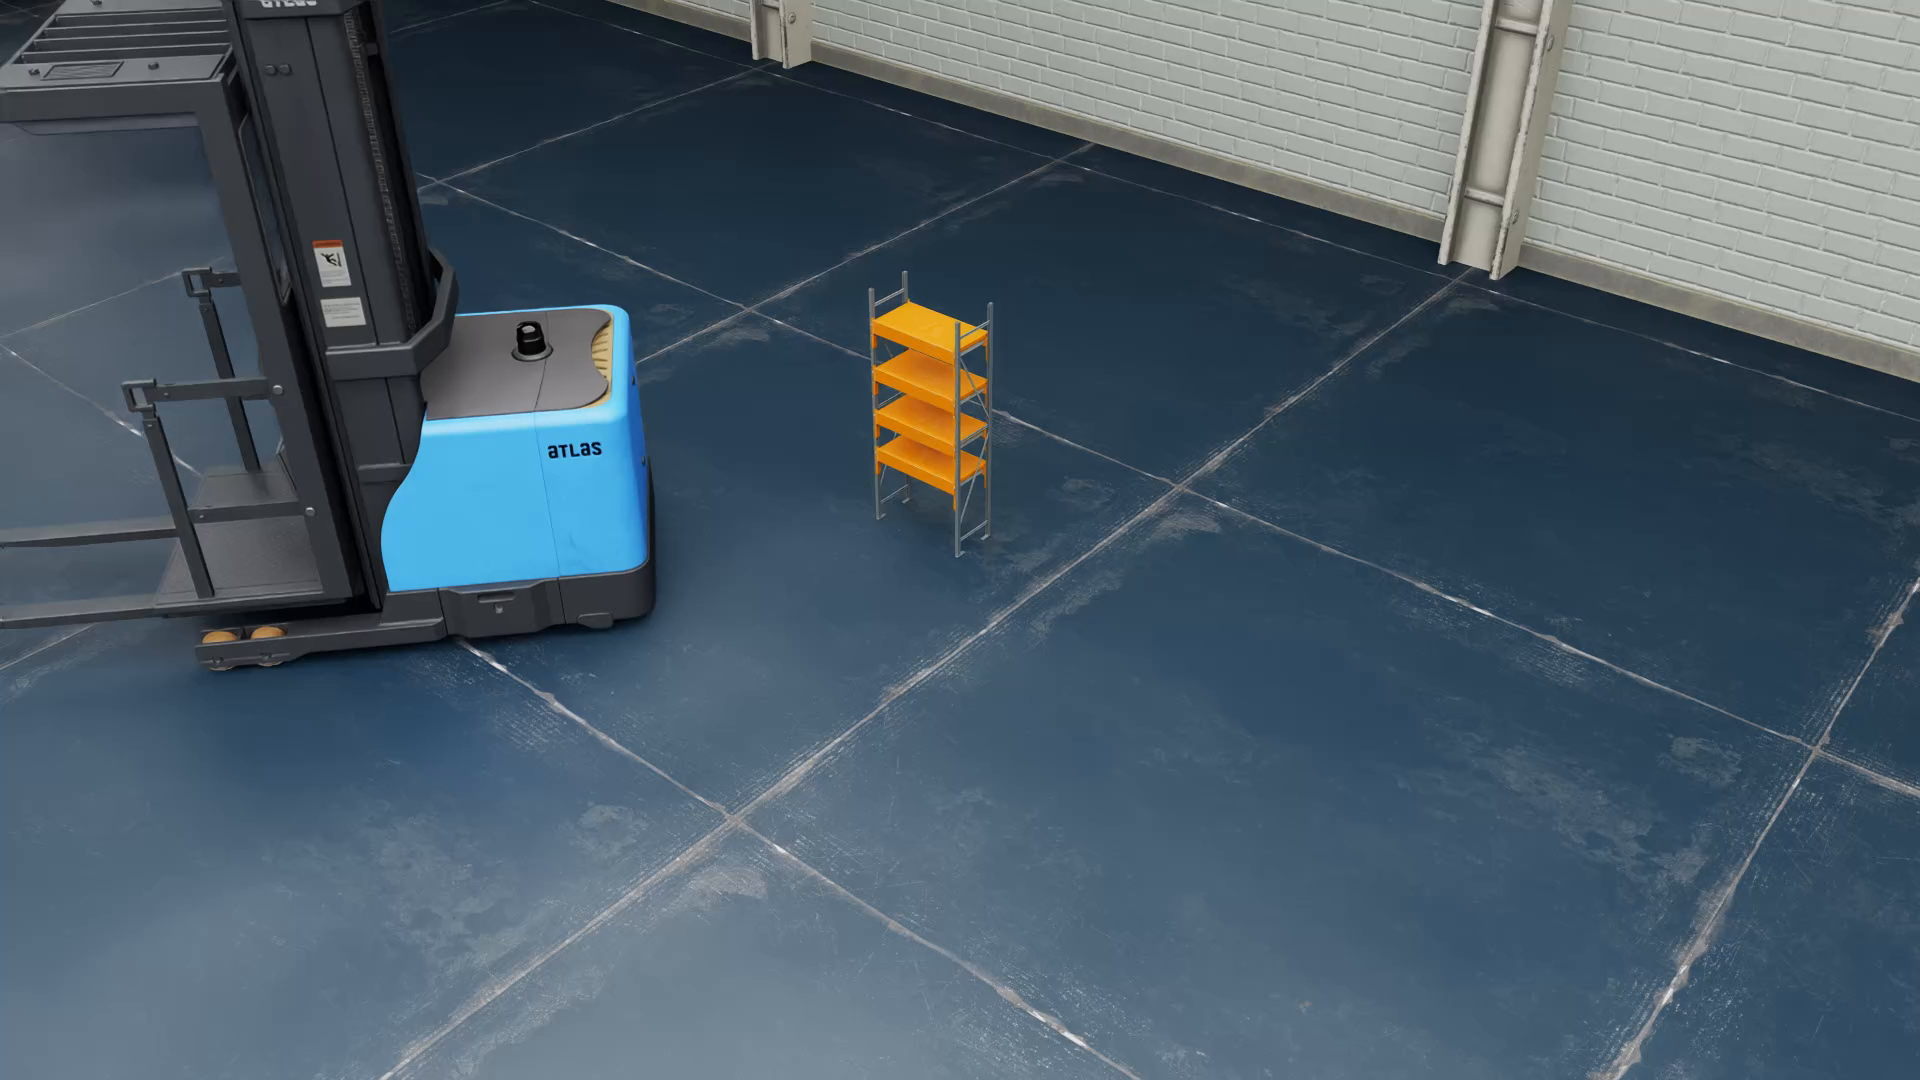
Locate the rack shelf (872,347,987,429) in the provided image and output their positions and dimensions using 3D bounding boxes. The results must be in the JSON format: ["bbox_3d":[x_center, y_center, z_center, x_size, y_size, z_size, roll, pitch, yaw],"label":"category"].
[{"bbox_3d":[-0.127,-0.683,7.409,0.480,0.148,0.258,25,42,32],"label":"rack shelf"}]

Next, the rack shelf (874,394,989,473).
[{"bbox_3d":[-0.127,-0.499,7.536,0.480,0.148,0.258,25,42,32],"label":"rack shelf"}]

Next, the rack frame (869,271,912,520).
[{"bbox_3d":[-0.315,-0.643,7.626,0.015,1.200,0.240,25,42,32],"label":"rack frame"}]

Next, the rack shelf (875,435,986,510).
[{"bbox_3d":[-0.127,-0.335,7.648,0.480,0.148,0.258,25,42,32],"label":"rack shelf"}]

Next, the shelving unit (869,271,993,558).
[{"bbox_3d":[-0.127,-0.555,7.498,0.503,1.200,0.258,25,42,32],"label":"shelving unit"}]

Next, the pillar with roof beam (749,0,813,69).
[{"bbox_3d":[-4.178,-5.714,8.121,0.400,9.000,9.100,25,42,32],"label":"pillar with roof beam"}]

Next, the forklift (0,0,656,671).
[{"bbox_3d":[-2.887,-0.984,6.593,3.031,2.935,1.130,-5,35,-7],"label":"forklift"}]

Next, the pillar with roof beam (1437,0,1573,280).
[{"bbox_3d":[0.433,-3.540,4.956,0.400,9.000,9.100,25,42,32],"label":"pillar with roof beam"}]

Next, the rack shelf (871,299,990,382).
[{"bbox_3d":[-0.127,-0.878,7.275,0.480,0.148,0.258,25,42,32],"label":"rack shelf"}]

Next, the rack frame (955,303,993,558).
[{"bbox_3d":[0.060,-0.466,7.369,0.015,1.200,0.240,25,42,32],"label":"rack frame"}]
